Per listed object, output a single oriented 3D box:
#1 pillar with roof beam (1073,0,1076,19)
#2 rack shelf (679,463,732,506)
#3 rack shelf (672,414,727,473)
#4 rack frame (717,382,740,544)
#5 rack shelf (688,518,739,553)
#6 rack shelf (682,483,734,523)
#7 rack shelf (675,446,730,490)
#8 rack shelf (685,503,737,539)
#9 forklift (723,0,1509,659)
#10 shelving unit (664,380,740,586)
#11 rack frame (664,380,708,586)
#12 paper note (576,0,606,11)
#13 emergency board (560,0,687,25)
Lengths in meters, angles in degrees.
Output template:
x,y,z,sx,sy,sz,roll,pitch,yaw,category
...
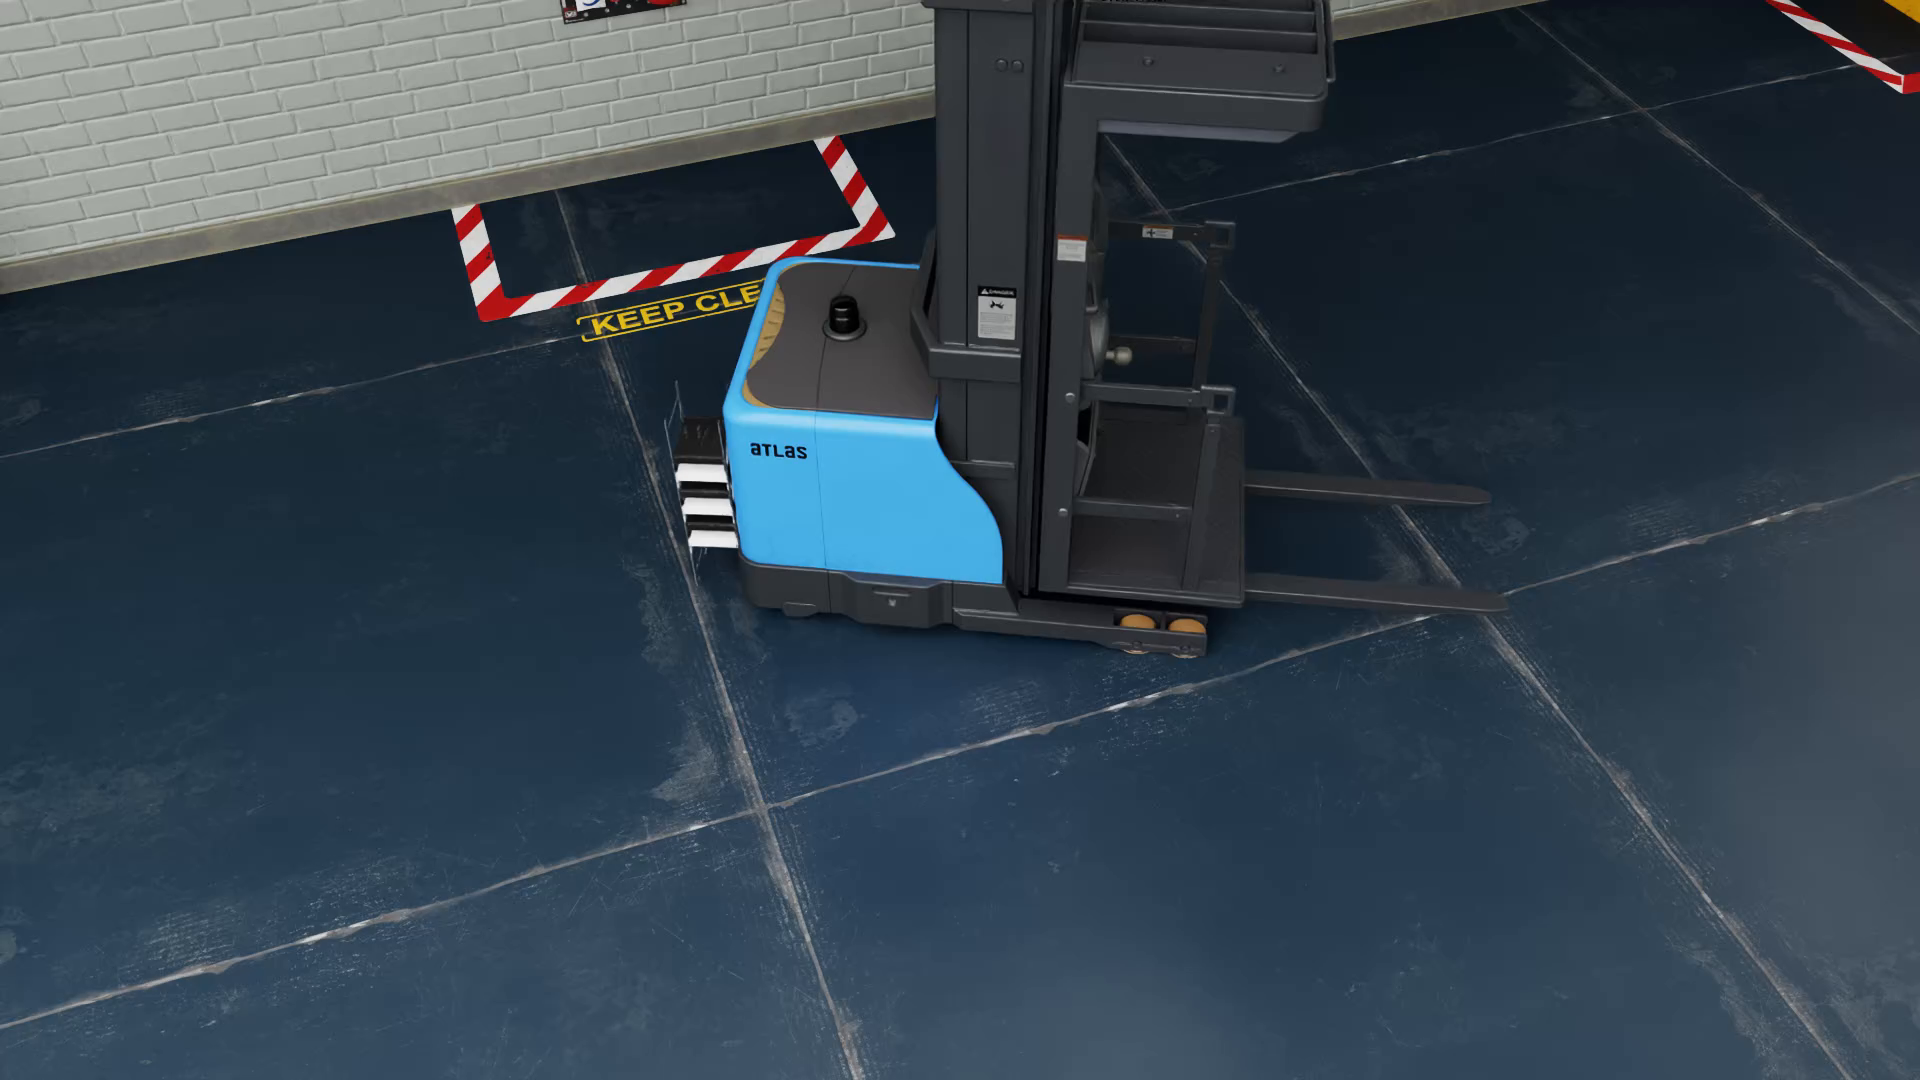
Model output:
x,y,z,sx,sy,sz,roll,pitch,yaw,category
2.146,-2.838,3.535,0.400,9.000,9.100,-14,47,-14,pillar with roof beam
-0.988,-0.248,6.588,0.200,0.077,0.258,2,45,4,rack shelf
-0.993,-0.376,6.461,0.200,0.077,0.258,2,45,4,rack shelf
-0.886,-0.205,6.621,0.006,0.900,0.240,2,45,4,rack frame
-0.982,-0.058,6.779,0.200,0.077,0.258,2,45,4,rack shelf
-0.986,-0.185,6.652,0.200,0.077,0.258,2,45,4,rack shelf
-0.990,-0.312,6.524,0.200,0.077,0.258,2,45,4,rack shelf
-0.984,-0.121,6.715,0.200,0.077,0.258,2,45,4,rack shelf
0.673,-0.965,5.952,3.031,2.935,1.130,5,45,5,forklift
-0.987,-0.208,6.628,0.210,0.900,0.258,2,45,4,shelving unit
-1.088,-0.212,6.635,0.006,0.900,0.240,2,45,4,rack frame
-1.843,-2.712,8.266,0.142,0.148,0.016,-14,47,-14,paper note
-1.653,-3.019,7.951,0.643,1.169,0.194,-14,47,-14,emergency board
